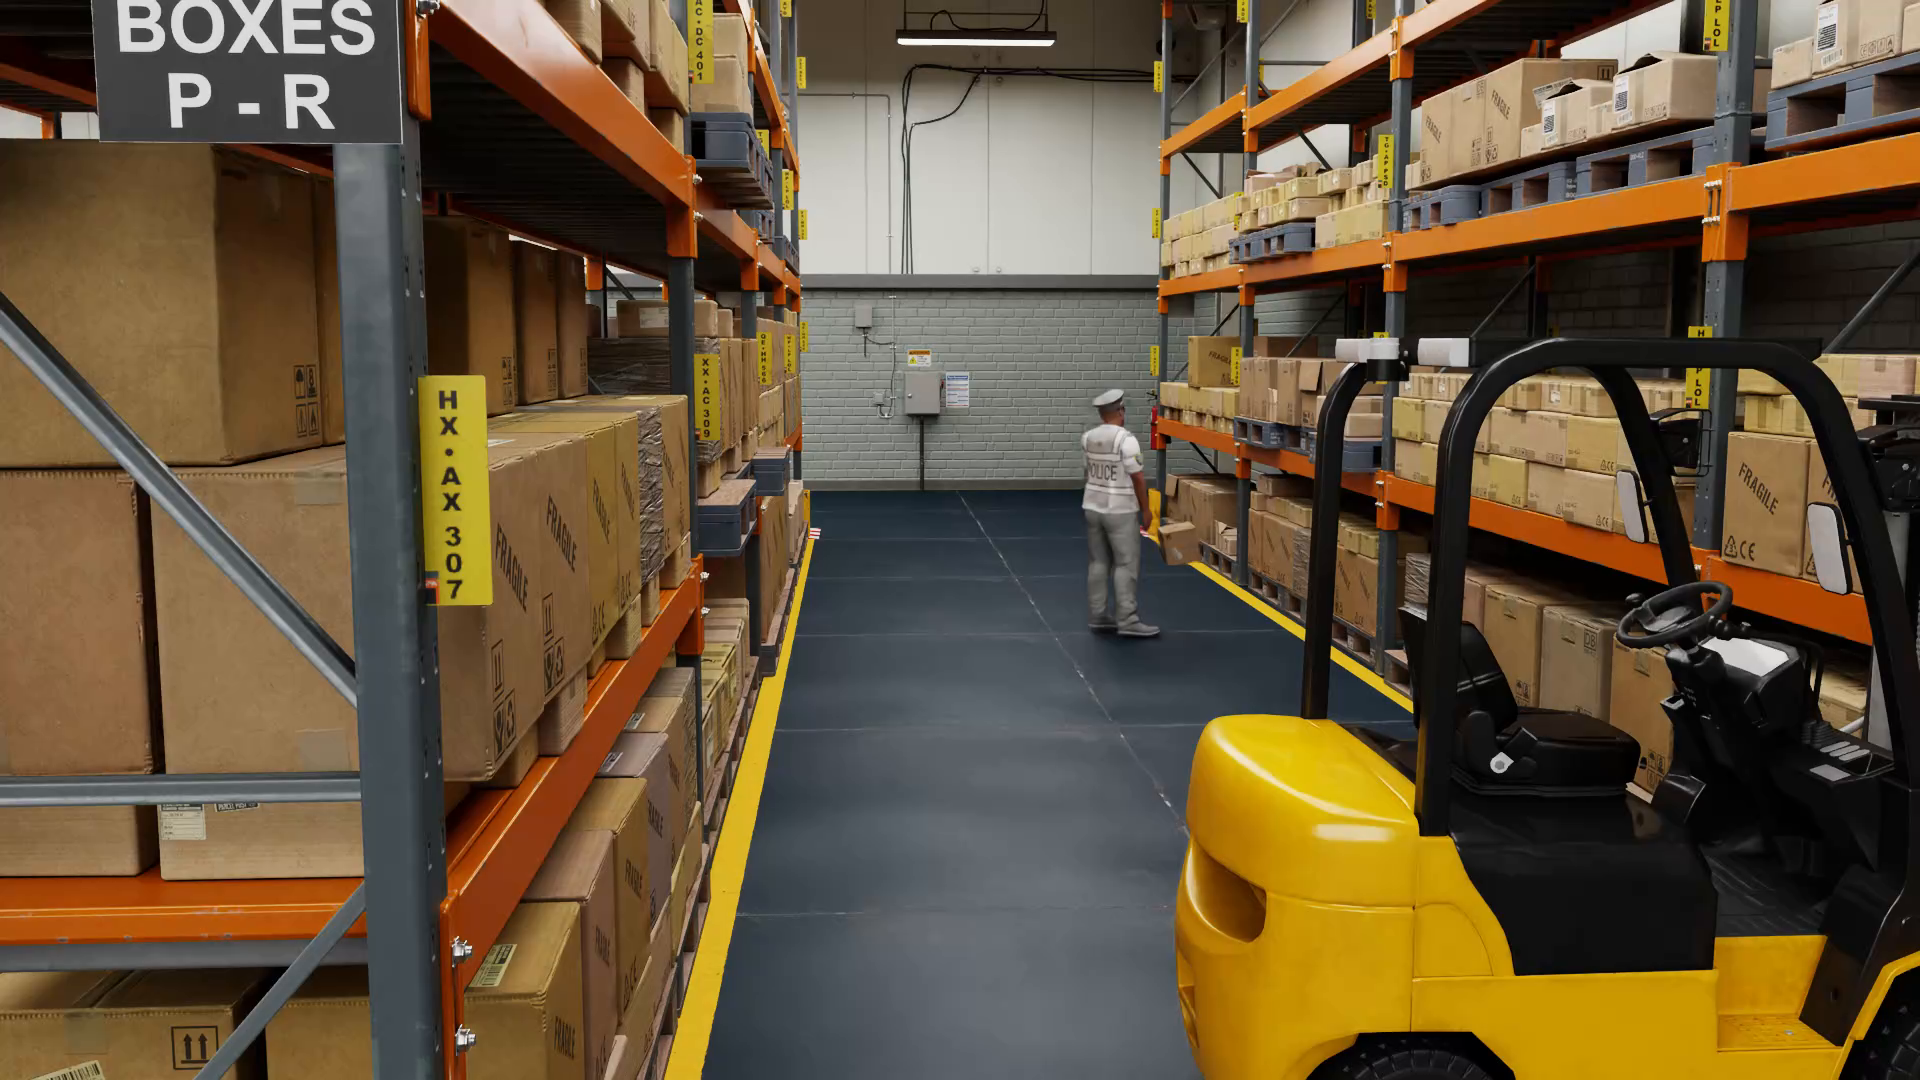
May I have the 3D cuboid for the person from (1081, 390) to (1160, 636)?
[{"bbox_3d":[1.150,-0.203,12.169,0.427,1.786,0.596,-6,9,-42],"label":"person"}]
